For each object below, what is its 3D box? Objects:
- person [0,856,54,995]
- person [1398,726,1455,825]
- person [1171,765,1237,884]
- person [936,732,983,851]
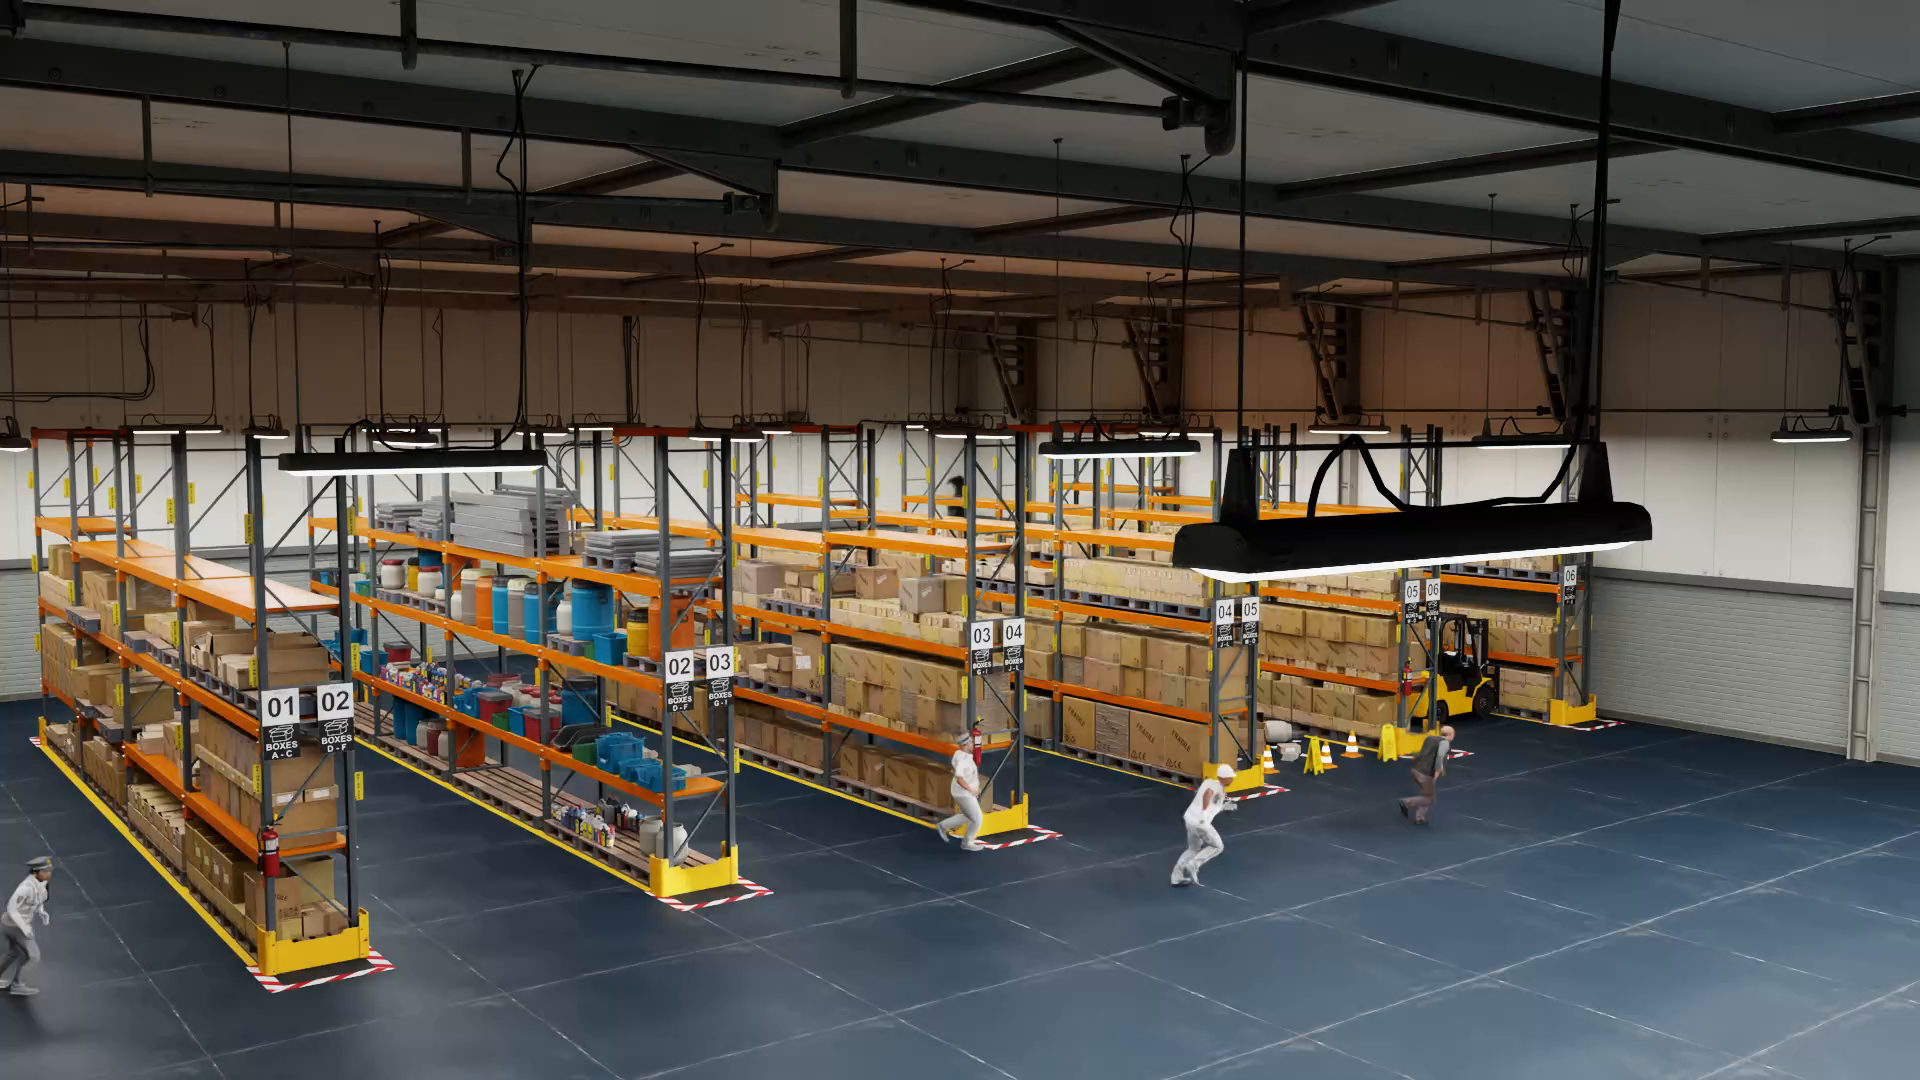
[{"bbox_3d":[-10.182,4.167,17.975,0.803,1.529,0.648,-1,5,-16],"label":"person"},{"bbox_3d":[7.103,3.598,25.273,0.909,1.519,0.672,-1,5,-14],"label":"person"},{"bbox_3d":[3.268,3.787,22.054,0.922,1.596,0.722,-1,5,-8],"label":"person"},{"bbox_3d":[0.012,3.599,23.749,0.661,1.736,0.673,0,4,-4],"label":"person"}]
